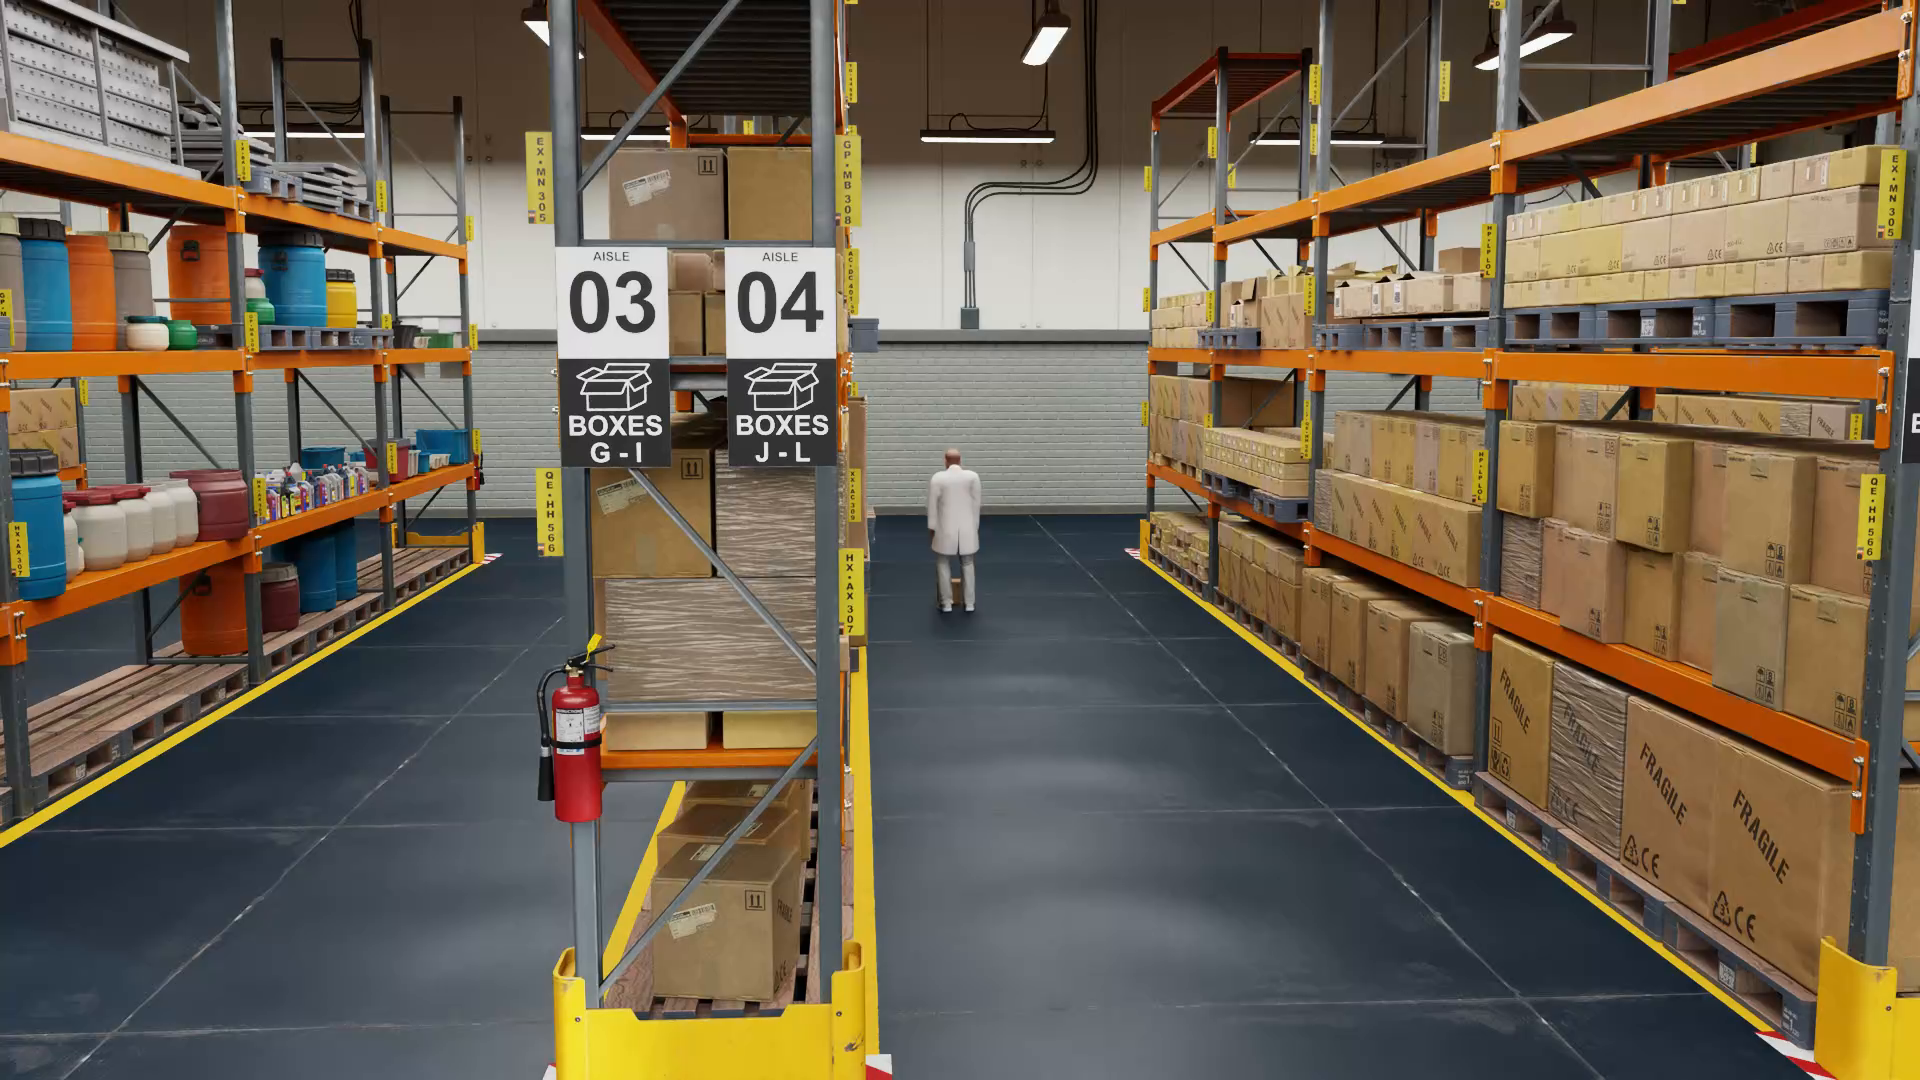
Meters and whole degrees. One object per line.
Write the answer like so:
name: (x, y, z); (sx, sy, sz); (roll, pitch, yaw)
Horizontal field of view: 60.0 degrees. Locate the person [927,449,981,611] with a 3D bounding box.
person: (-0.067, -0.100, 17.872); (0.583, 1.738, 0.402); (-1, 7, -8)
